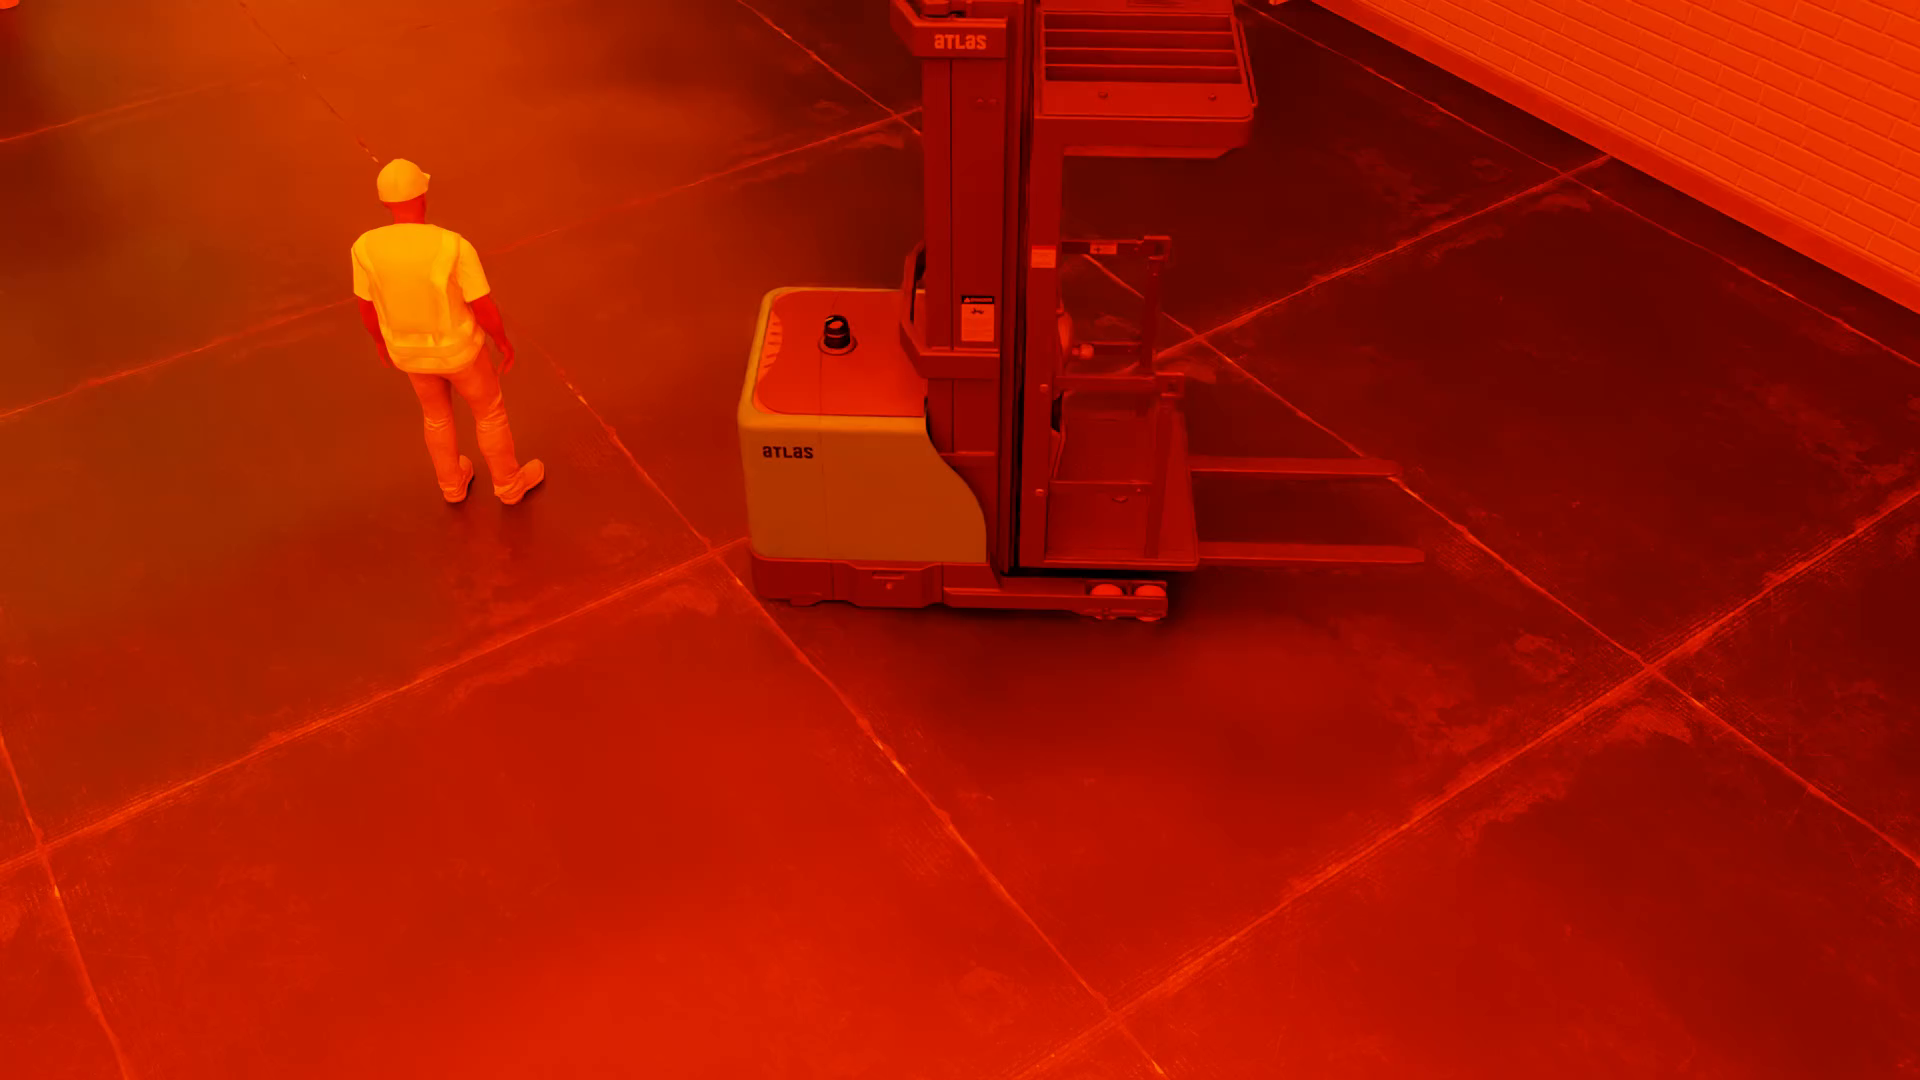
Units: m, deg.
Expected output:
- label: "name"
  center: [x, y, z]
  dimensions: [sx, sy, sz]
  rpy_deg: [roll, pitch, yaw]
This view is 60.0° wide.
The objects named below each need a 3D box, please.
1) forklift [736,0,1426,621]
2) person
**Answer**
- label: "forklift"
  center: [0.586, -1.083, 6.890]
  dimensions: [3.031, 2.935, 1.130]
  rpy_deg: [1, 43, 1]
- label: "person"
  center: [-2.356, -0.902, 7.562]
  dimensions: [0.631, 1.759, 0.461]
  rpy_deg: [3, 43, 3]
